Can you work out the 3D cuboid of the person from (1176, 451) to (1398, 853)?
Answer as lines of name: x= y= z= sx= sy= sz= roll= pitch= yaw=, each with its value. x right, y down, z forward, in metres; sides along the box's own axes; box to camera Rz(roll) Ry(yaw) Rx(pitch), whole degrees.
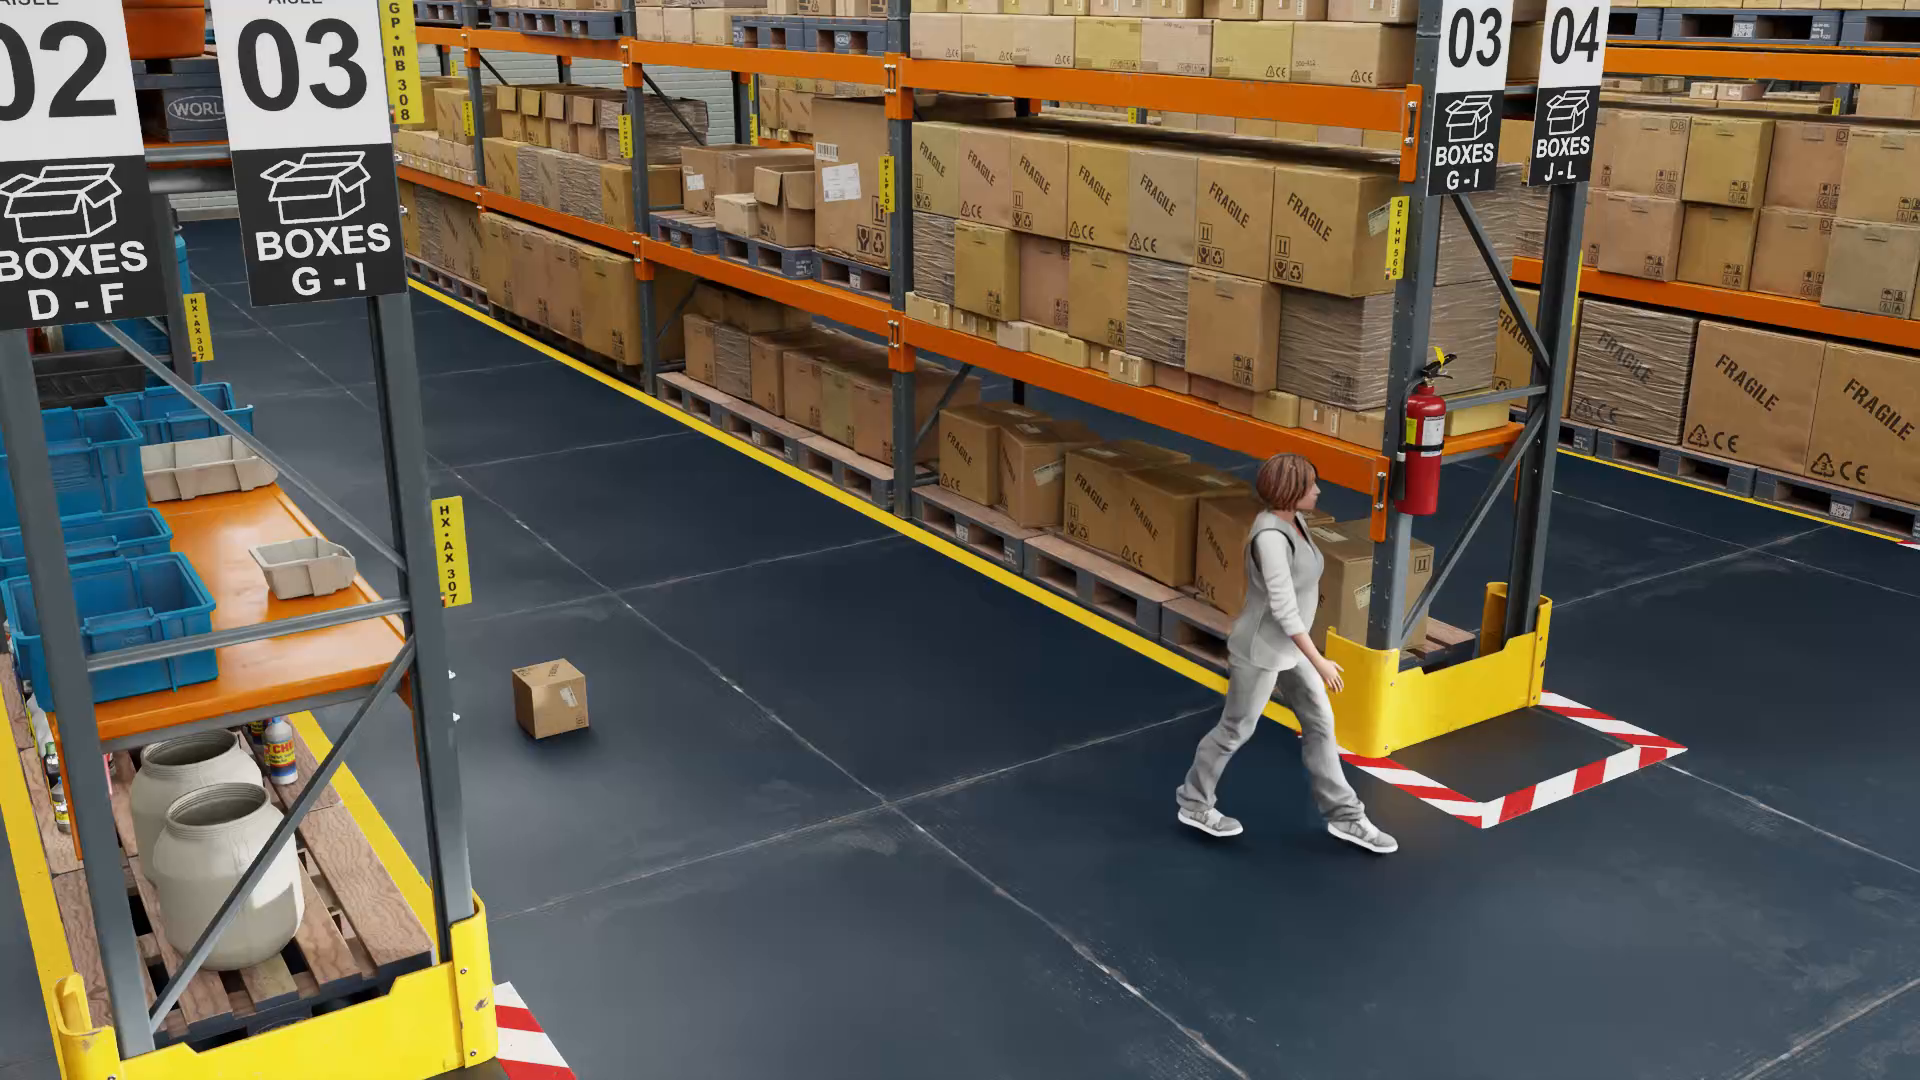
person: x=1.249 y=0.430 z=6.234 sx=0.853 sy=1.564 sz=0.420 roll=9 pitch=20 yaw=26
